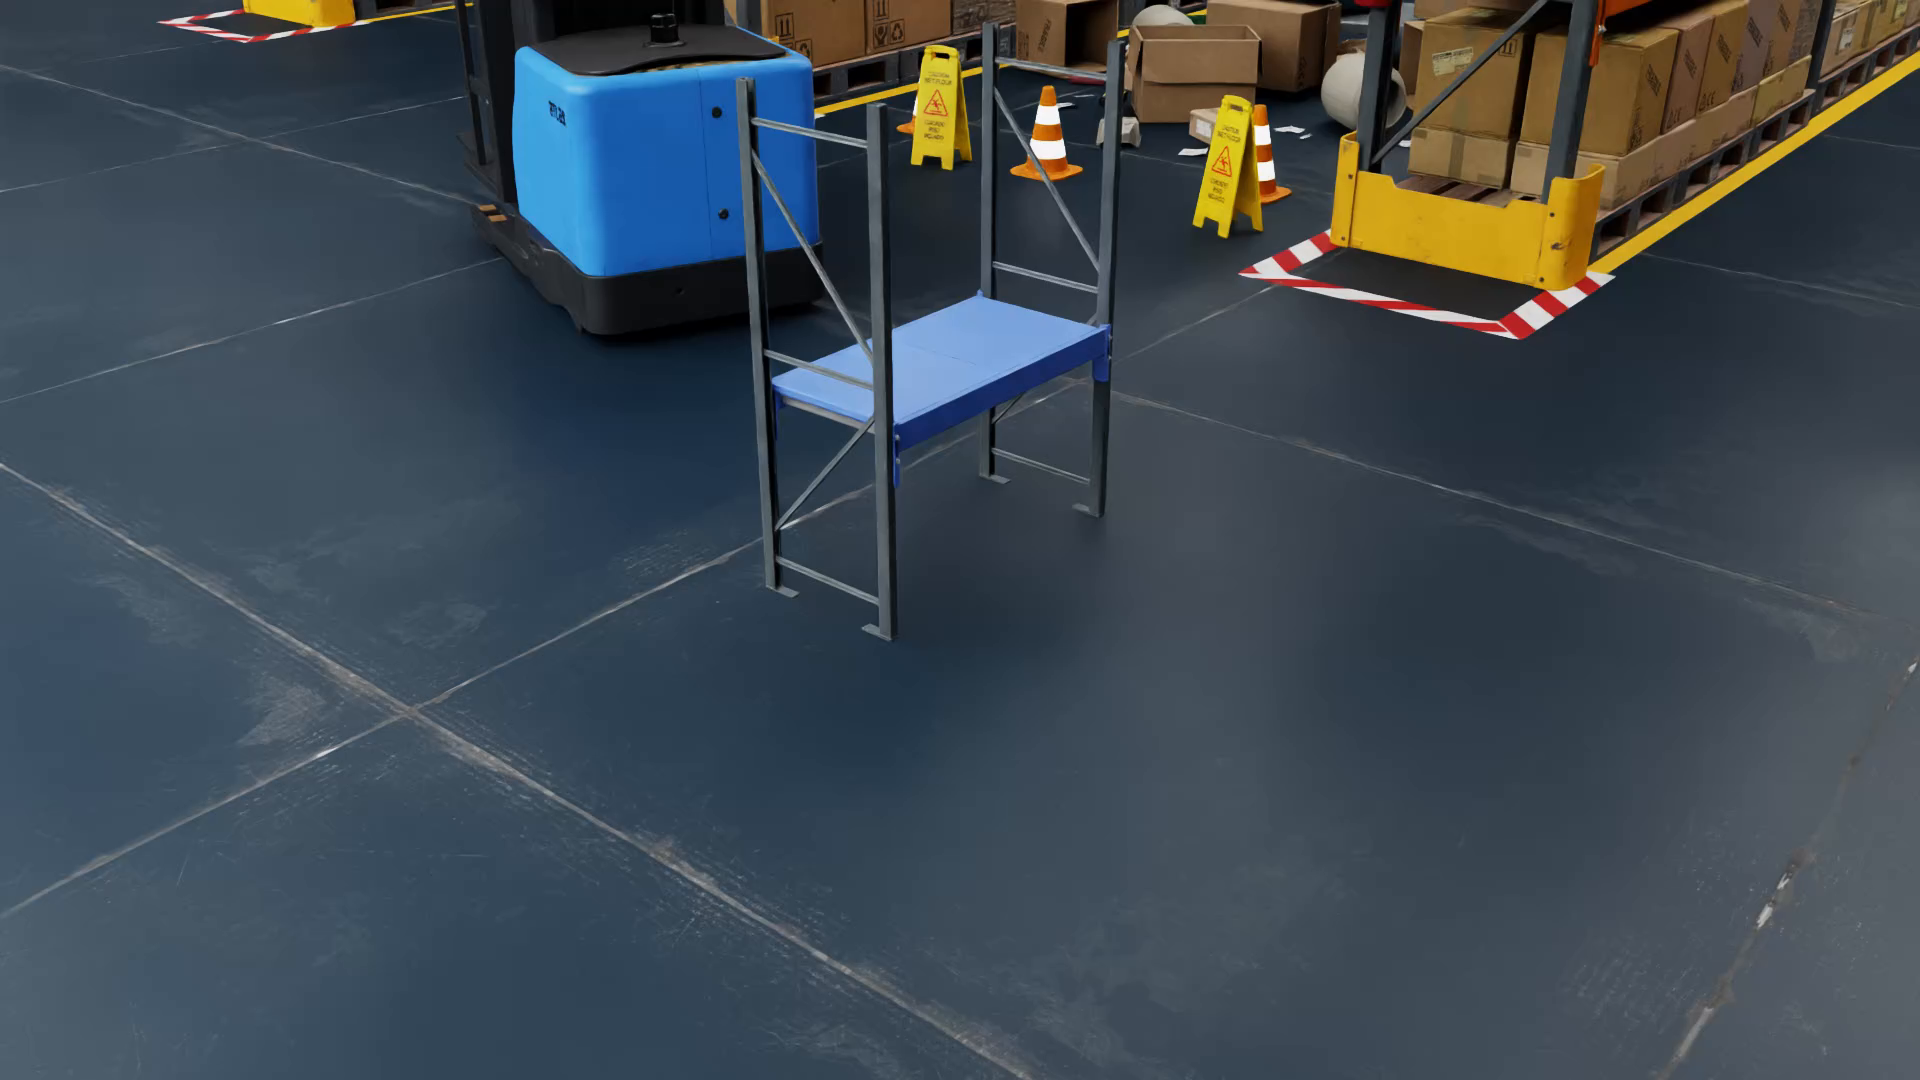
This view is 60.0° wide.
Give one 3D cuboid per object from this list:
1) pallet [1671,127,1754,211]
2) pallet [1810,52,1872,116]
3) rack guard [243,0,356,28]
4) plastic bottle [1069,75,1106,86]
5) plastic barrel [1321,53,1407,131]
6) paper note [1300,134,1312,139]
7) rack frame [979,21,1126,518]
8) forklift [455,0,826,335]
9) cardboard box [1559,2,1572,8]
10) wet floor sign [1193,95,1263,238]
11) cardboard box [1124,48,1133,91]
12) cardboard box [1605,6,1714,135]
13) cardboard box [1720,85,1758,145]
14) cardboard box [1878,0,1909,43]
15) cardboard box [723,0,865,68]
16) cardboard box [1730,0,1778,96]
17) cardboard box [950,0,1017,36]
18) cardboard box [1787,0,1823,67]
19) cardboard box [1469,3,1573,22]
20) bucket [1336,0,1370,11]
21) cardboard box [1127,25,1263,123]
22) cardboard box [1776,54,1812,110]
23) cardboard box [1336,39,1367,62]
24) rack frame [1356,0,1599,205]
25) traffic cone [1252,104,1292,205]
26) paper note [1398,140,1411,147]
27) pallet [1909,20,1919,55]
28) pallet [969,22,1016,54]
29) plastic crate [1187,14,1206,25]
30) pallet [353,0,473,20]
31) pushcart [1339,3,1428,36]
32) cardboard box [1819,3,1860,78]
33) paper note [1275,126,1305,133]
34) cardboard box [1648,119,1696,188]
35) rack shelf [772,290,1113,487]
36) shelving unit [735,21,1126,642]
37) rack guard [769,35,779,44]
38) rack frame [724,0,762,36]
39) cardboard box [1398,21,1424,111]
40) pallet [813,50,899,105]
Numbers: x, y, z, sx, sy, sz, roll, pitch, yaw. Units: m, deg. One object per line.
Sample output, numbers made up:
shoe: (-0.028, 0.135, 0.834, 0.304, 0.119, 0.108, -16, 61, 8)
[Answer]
pallet: (3.641, -2.128, 9.133, 1.003, 0.211, 1.213, 21, 34, 34)
pallet: (5.310, -3.087, 10.988, 1.003, 0.211, 1.213, 21, 34, 34)
rack guard: (-5.326, -4.444, 13.296, 1.175, 0.500, 0.348, 21, 34, 34)
plastic bottle: (0.885, -3.101, 11.177, 0.283, 0.061, 0.133, 9, 29, 17)
plastic barrel: (2.418, -2.662, 9.934, 0.421, 0.421, 0.512, -5, 28, -9)
paper note: (2.057, -2.397, 9.873, 0.032, 0.001, 0.123, 21, 34, 34)
rack frame: (0.269, -0.816, 5.195, 0.500, 1.500, 0.032, 21, 34, 34)
forklift: (-1.718, -2.771, 7.417, 1.130, 2.935, 3.031, -14, 30, -25)
cardboard box: (2.925, -2.816, 8.442, 0.380, 0.149, 0.250, 21, 34, 35)
wet floor sign: (1.326, -1.831, 8.087, 0.232, 0.644, 0.267, -15, 31, -27)
cardboard box: (1.260, -3.098, 10.950, 0.258, 0.266, 0.396, -21, 34, -35)
cardboard box: (3.343, -2.330, 8.208, 0.500, 0.500, 0.500, 19, 33, 33)
cardboard box: (3.990, -2.356, 9.075, 0.500, 0.250, 0.500, 21, 34, 35)
cardboard box: (6.044, -3.758, 11.653, 0.950, 0.372, 0.625, 22, 35, 36)
cardboard box: (-1.231, -3.544, 10.692, 0.875, 0.875, 0.875, 21, 34, 35)
cardboard box: (4.001, -2.697, 8.919, 0.500, 0.500, 0.500, 23, 35, 37)
cardboard box: (-0.092, -4.180, 11.920, 0.875, 0.875, 0.875, 21, 34, 35)
cardboard box: (4.647, -3.059, 9.619, 0.500, 0.500, 0.500, 20, 34, 34)
cardboard box: (2.910, -2.476, 8.490, 0.500, 0.500, 0.500, 22, 35, 36)
bucket: (2.625, -3.959, 11.547, 0.620, 0.611, 0.726, -5, 26, -32)
cardboard box: (1.436, -2.885, 10.279, 0.797, 0.503, 0.637, 0, 27, 0)
cardboard box: (4.648, -2.726, 9.791, 0.500, 0.250, 0.500, 23, 35, 37)
cardboard box: (2.642, -3.173, 11.095, 0.258, 0.266, 0.396, 0, 27, 0)
rack frame: (2.272, -2.631, 7.071, 1.000, 3.000, 0.127, 21, 34, 34)
traffic cone: (1.550, -2.034, 8.678, 0.336, 0.463, 0.334, 21, 34, 34)
paper note: (2.612, -2.321, 9.704, 0.142, 0.019, 0.148, 9, 29, 17)
pallet: (6.863, -3.952, 12.660, 1.003, 0.211, 1.213, 21, 34, 34)
pallet: (0.388, -3.975, 12.704, 1.003, 0.211, 1.213, 21, 34, 34)
plastic crate: (1.833, -3.792, 12.314, 0.662, 0.188, 0.450, -10, 19, -18)
pallet: (-4.782, -4.593, 13.900, 1.003, 0.211, 1.213, 21, 34, 34)
pushcart: (3.025, -3.533, 11.669, 1.648, 0.377, 0.936, 9, 29, 17)
cardboard box: (5.148, -3.255, 10.681, 0.950, 0.372, 0.625, 21, 34, 35)
paper note: (1.993, -2.481, 10.026, 0.142, 0.019, 0.148, -15, 31, -27)
cardboard box: (3.329, -1.980, 8.349, 0.500, 0.250, 0.500, 22, 35, 36)
rack shelf: (-0.054, -0.476, 4.930, 0.538, 0.185, 1.000, 21, 34, 34)
shelving unit: (-0.054, -0.636, 4.847, 0.538, 1.500, 1.048, 21, 34, 34)
rack guard: (-1.627, -2.923, 10.357, 1.175, 0.500, 0.348, 21, 34, 34)
rack frame: (-1.612, -4.042, 9.799, 1.000, 3.000, 0.127, 21, 34, 34)
cardboard box: (3.085, -2.958, 10.421, 0.500, 0.500, 0.500, -5, 28, -9)
pallet: (-1.163, -3.110, 11.032, 1.003, 0.211, 1.213, 21, 34, 34)
